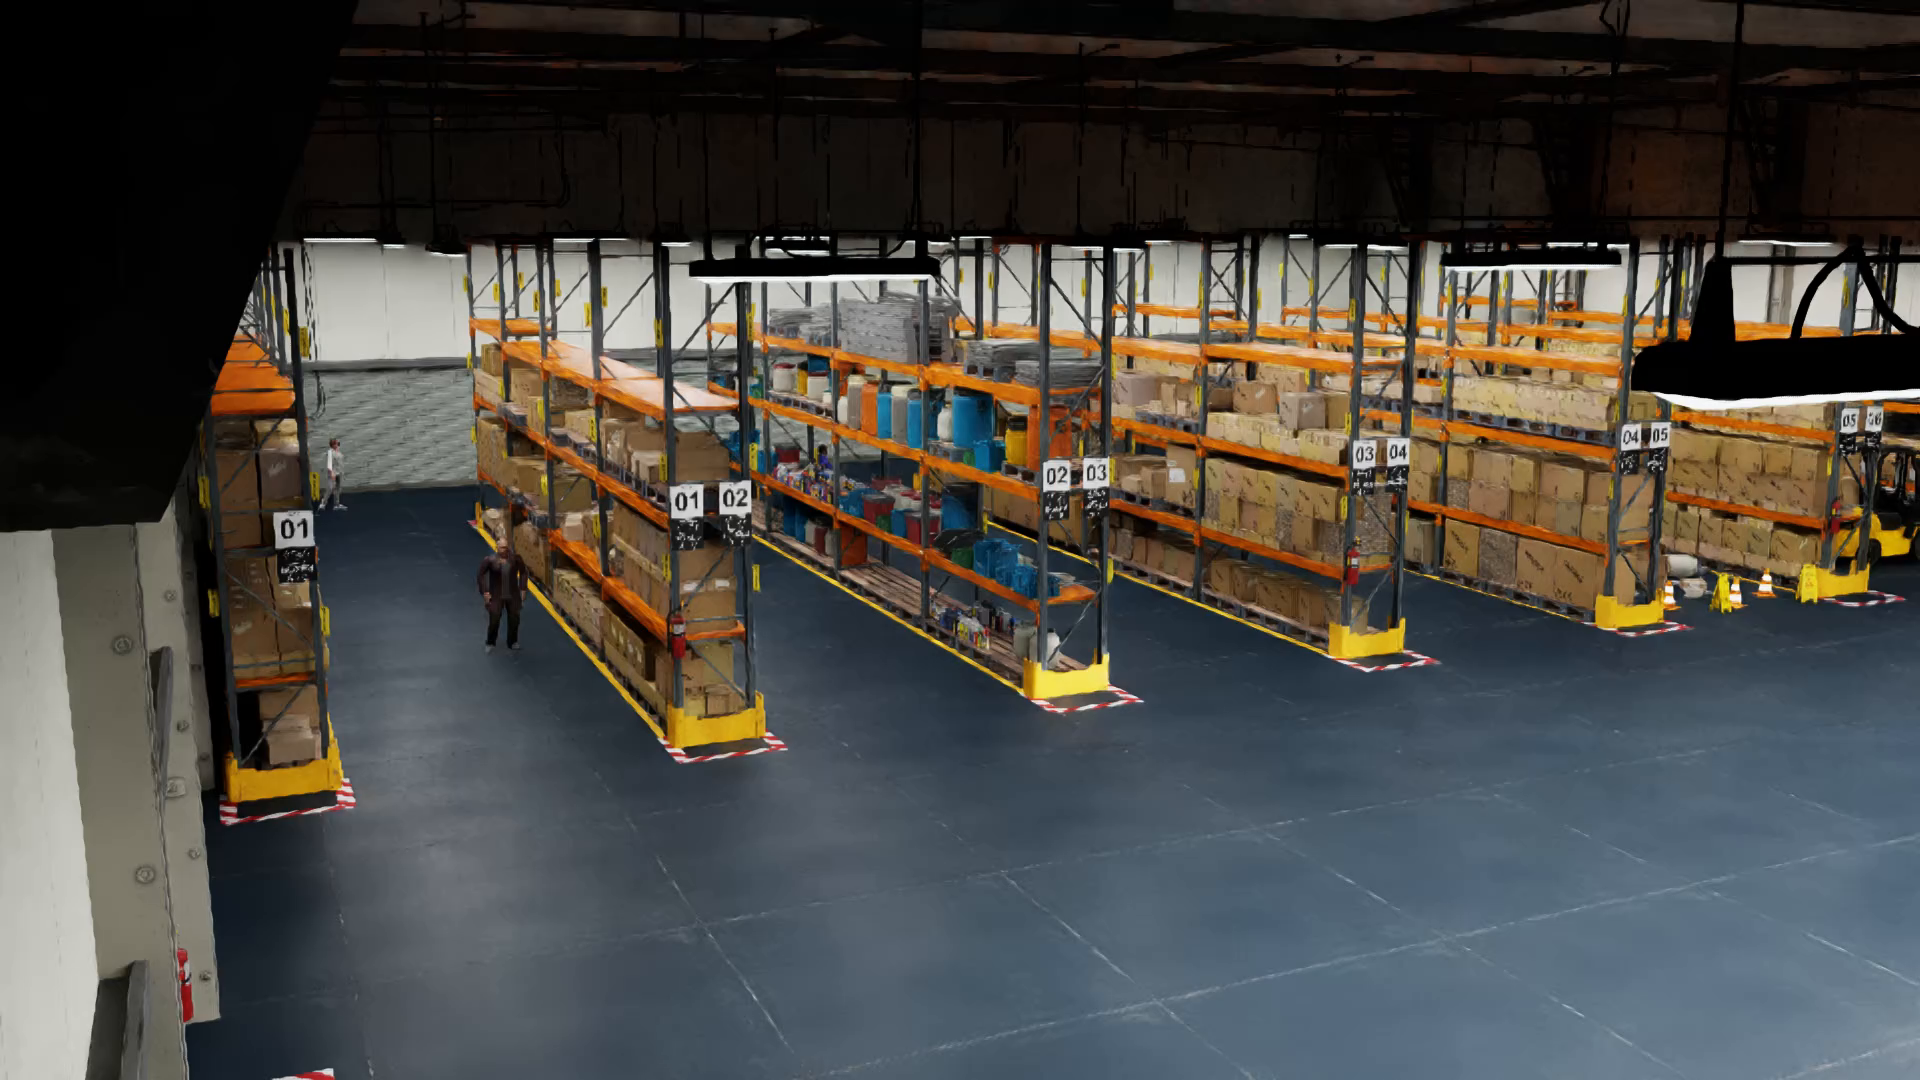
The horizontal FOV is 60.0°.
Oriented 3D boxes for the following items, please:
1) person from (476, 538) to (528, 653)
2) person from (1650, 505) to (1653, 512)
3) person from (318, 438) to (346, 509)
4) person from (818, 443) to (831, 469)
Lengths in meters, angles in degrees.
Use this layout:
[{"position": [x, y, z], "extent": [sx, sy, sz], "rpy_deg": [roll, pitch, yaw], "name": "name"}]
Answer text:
[{"position": [-6.729, 0.802, 24.473], "extent": [0.729, 1.733, 0.546], "rpy_deg": [-5, 12, -25], "name": "person"}, {"position": [14.924, -1.475, 36.266], "extent": [0.577, 1.665, 0.555], "rpy_deg": [0, 11, 1], "name": "person"}, {"position": [-13.798, -1.443, 36.422], "extent": [0.457, 1.589, 0.595], "rpy_deg": [3, 12, 17], "name": "person"}, {"position": [-2.889, -1.202, 34.880], "extent": [0.371, 1.665, 0.605], "rpy_deg": [-6, 13, -30], "name": "person"}]
